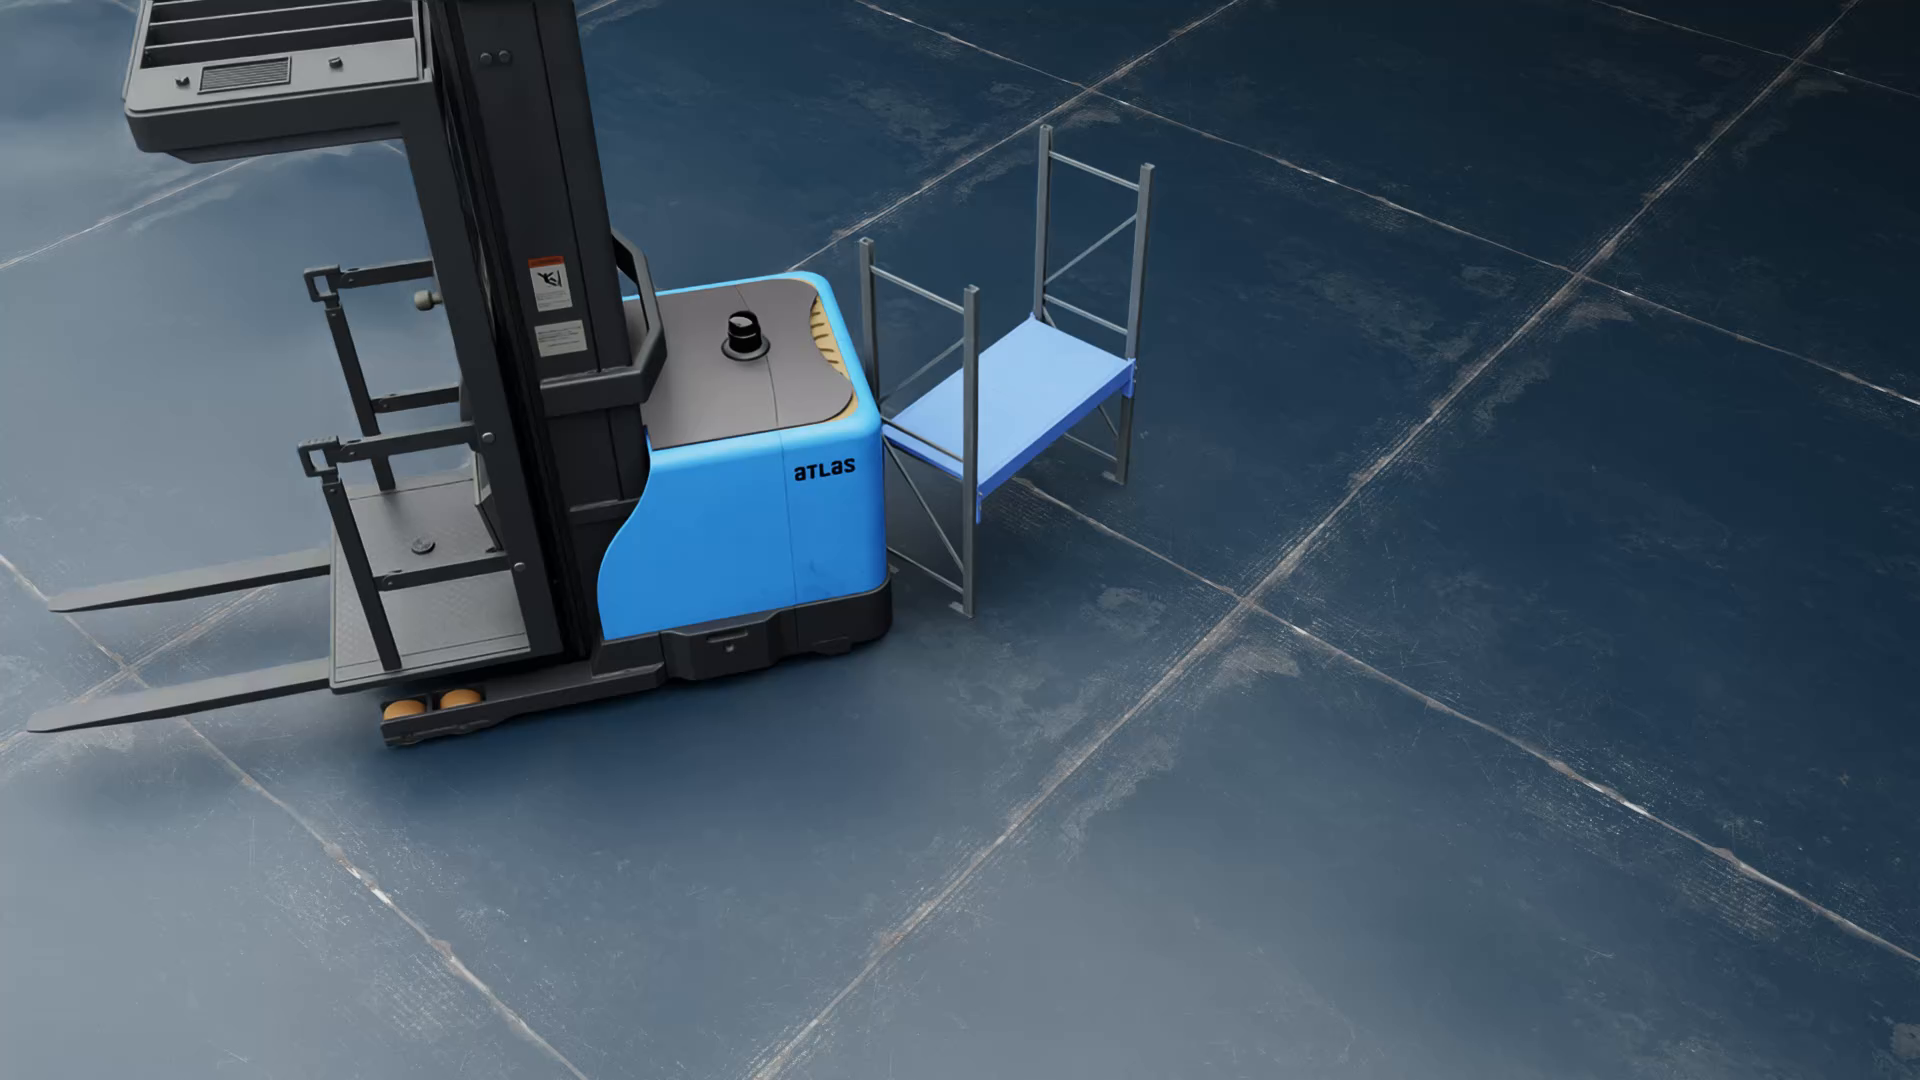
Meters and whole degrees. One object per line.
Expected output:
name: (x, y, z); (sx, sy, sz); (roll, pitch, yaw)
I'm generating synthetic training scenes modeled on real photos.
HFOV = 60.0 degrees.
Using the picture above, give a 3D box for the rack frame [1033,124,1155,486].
rack frame: (0.502, -0.894, 6.618); (0.500, 1.500, 0.032); (29, 50, 28)

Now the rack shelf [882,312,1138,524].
rack shelf: (0.181, -0.495, 6.447); (0.538, 0.185, 1.000); (29, 50, 28)

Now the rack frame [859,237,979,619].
rack frame: (-0.139, -0.363, 6.034); (0.500, 1.500, 0.032); (29, 50, 28)

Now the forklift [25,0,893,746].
forklift: (-1.830, -0.749, 5.395); (3.031, 2.935, 1.130); (-10, 43, -11)

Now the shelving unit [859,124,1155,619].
shelving unit: (0.181, -0.628, 6.326); (0.538, 1.500, 1.048); (29, 50, 28)
